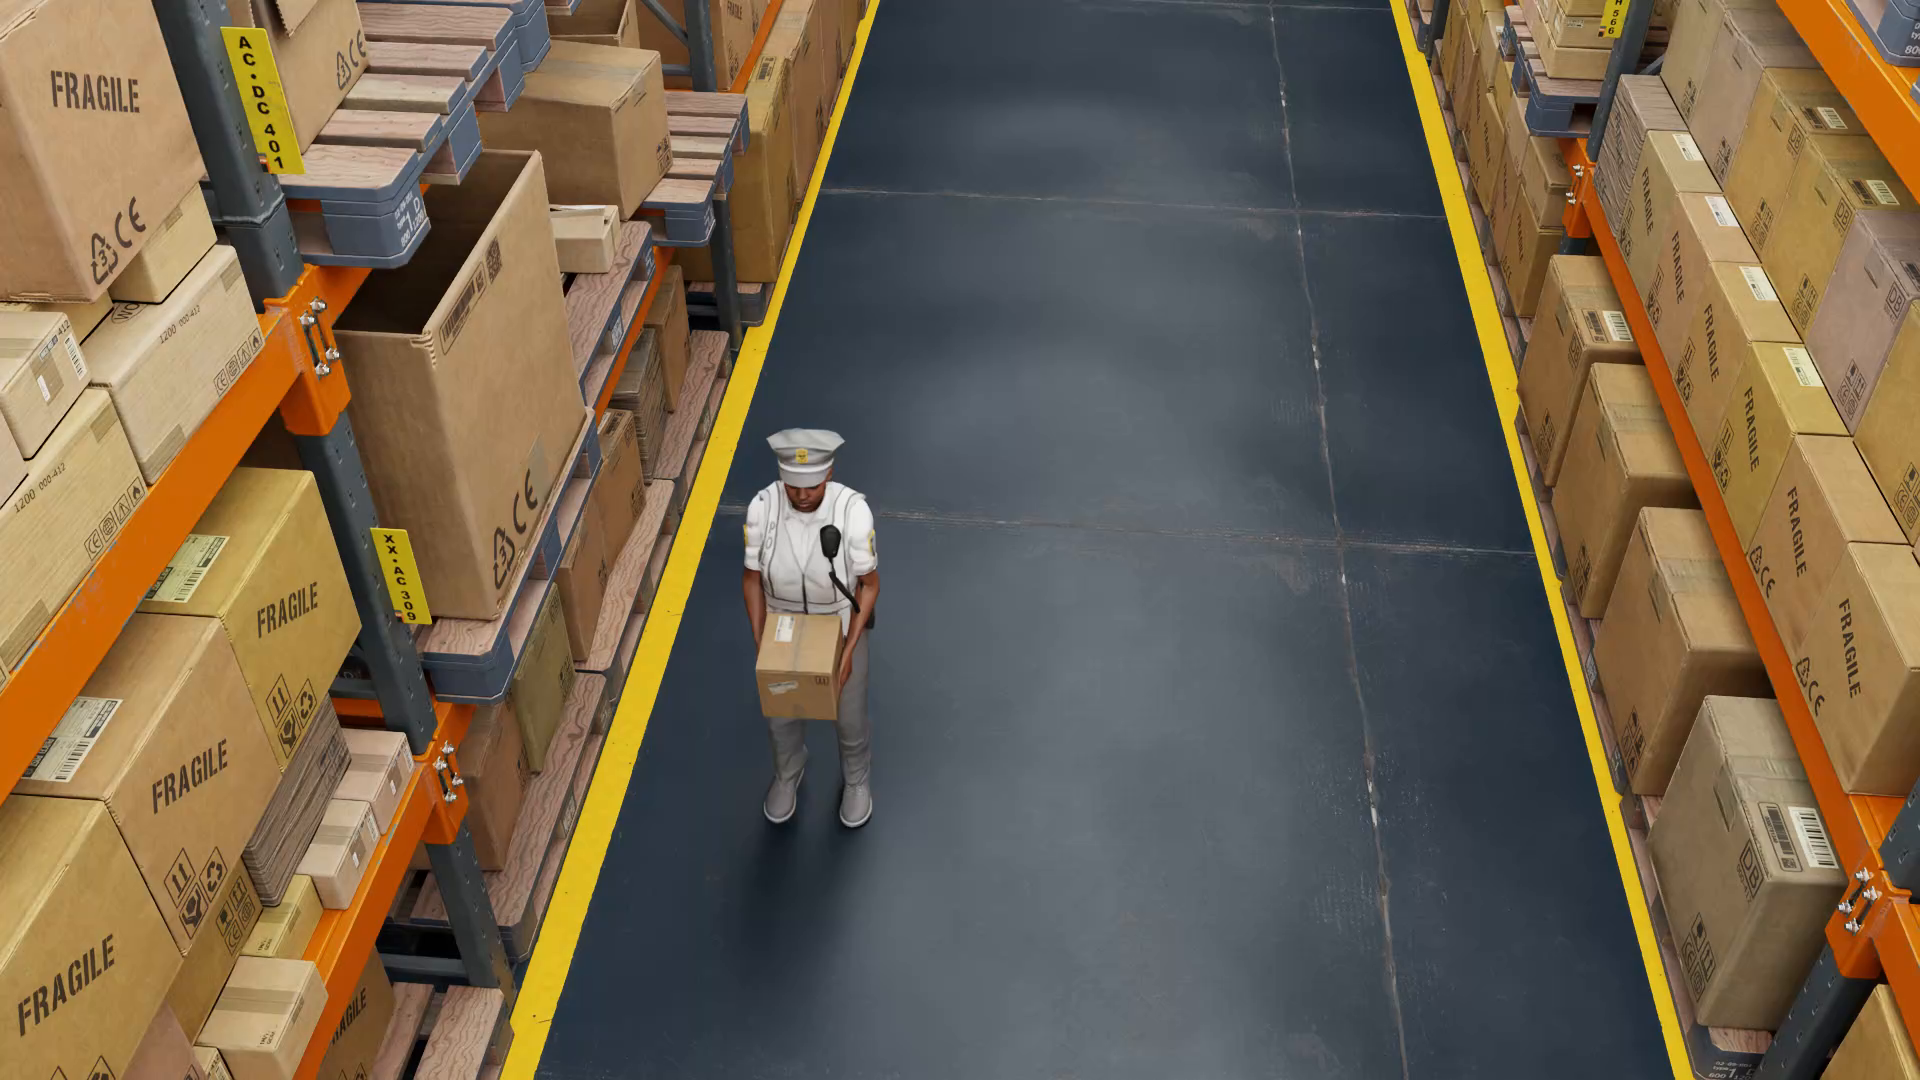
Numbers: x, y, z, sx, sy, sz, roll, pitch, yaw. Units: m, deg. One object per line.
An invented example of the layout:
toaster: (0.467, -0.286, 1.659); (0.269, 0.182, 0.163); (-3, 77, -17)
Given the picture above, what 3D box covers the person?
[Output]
person: (-0.512, 0.343, 5.752); (0.494, 1.659, 0.295); (2, 40, 3)
